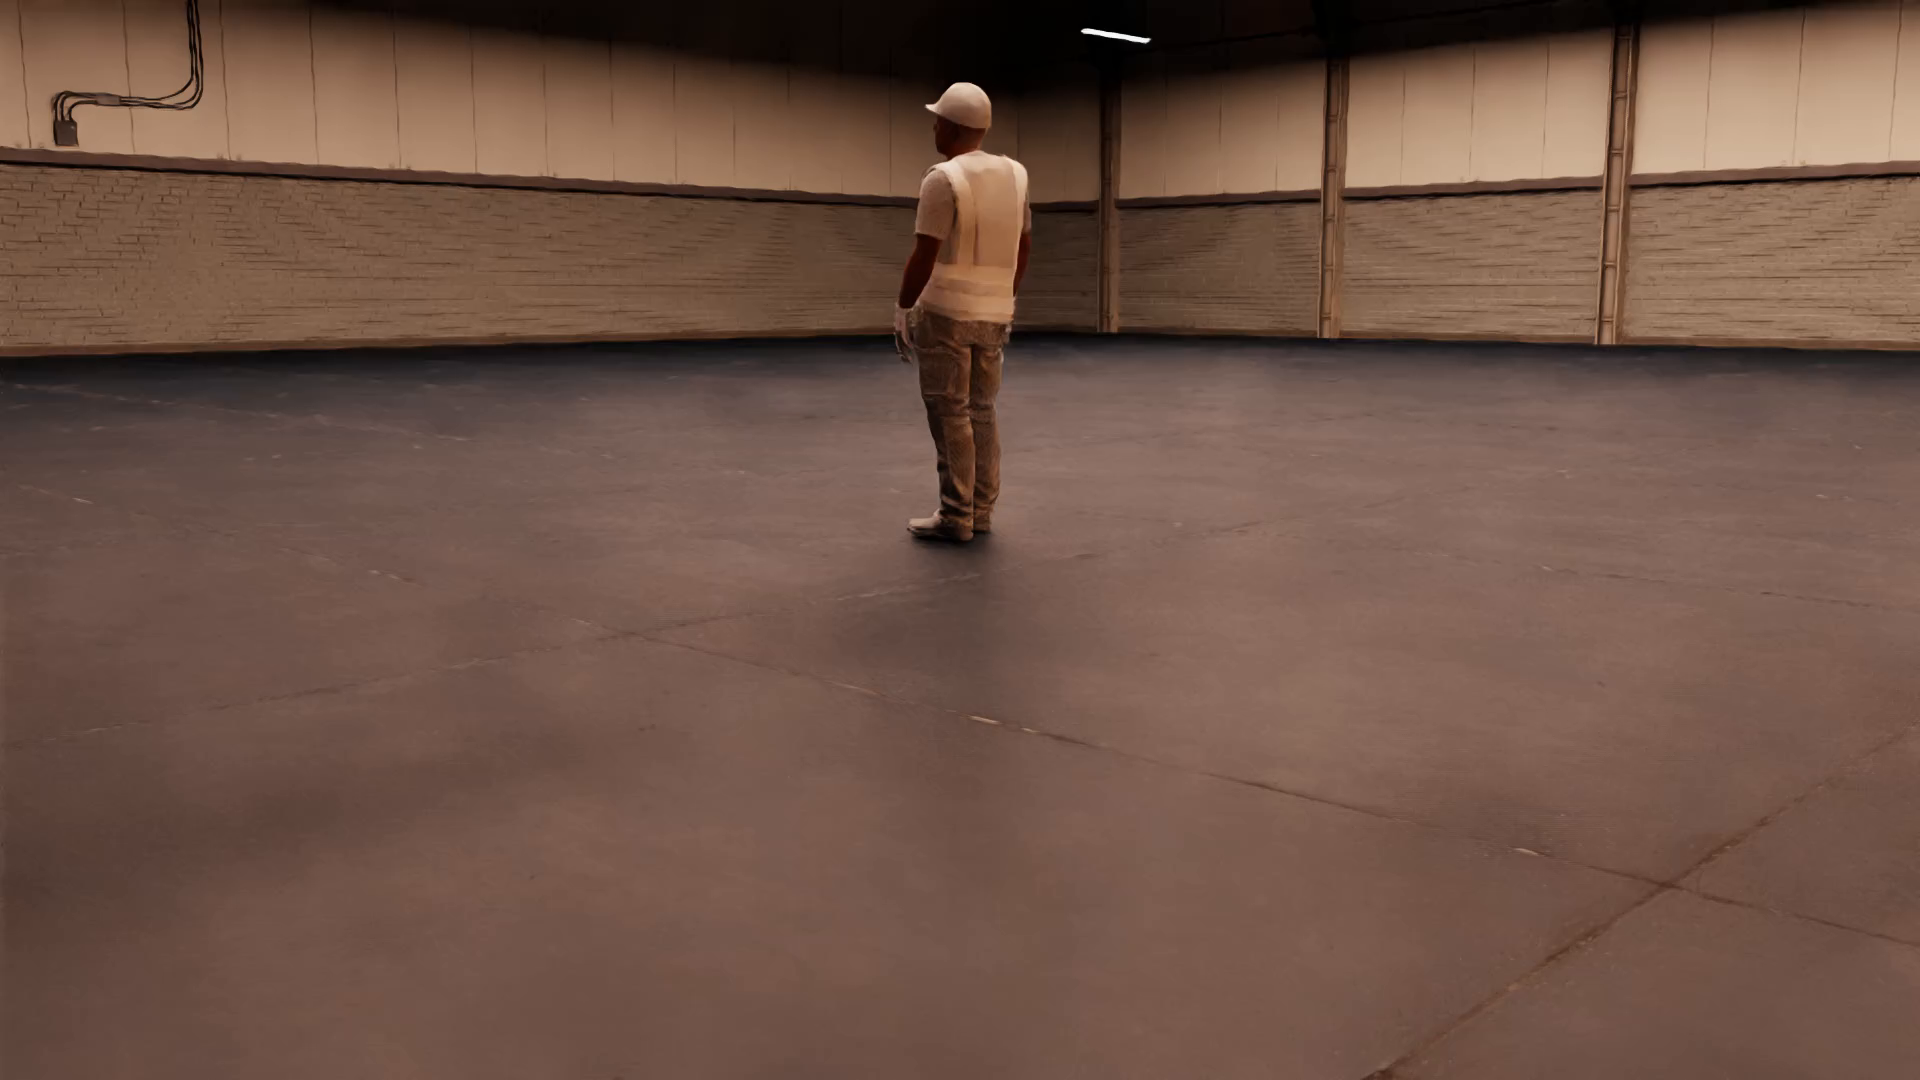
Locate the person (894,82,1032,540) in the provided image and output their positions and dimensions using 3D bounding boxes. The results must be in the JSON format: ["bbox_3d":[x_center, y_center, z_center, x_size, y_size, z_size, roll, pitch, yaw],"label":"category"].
[{"bbox_3d":[-0.046,-0.897,6.639,0.576,1.782,0.655,8,12,43],"label":"person"}]
